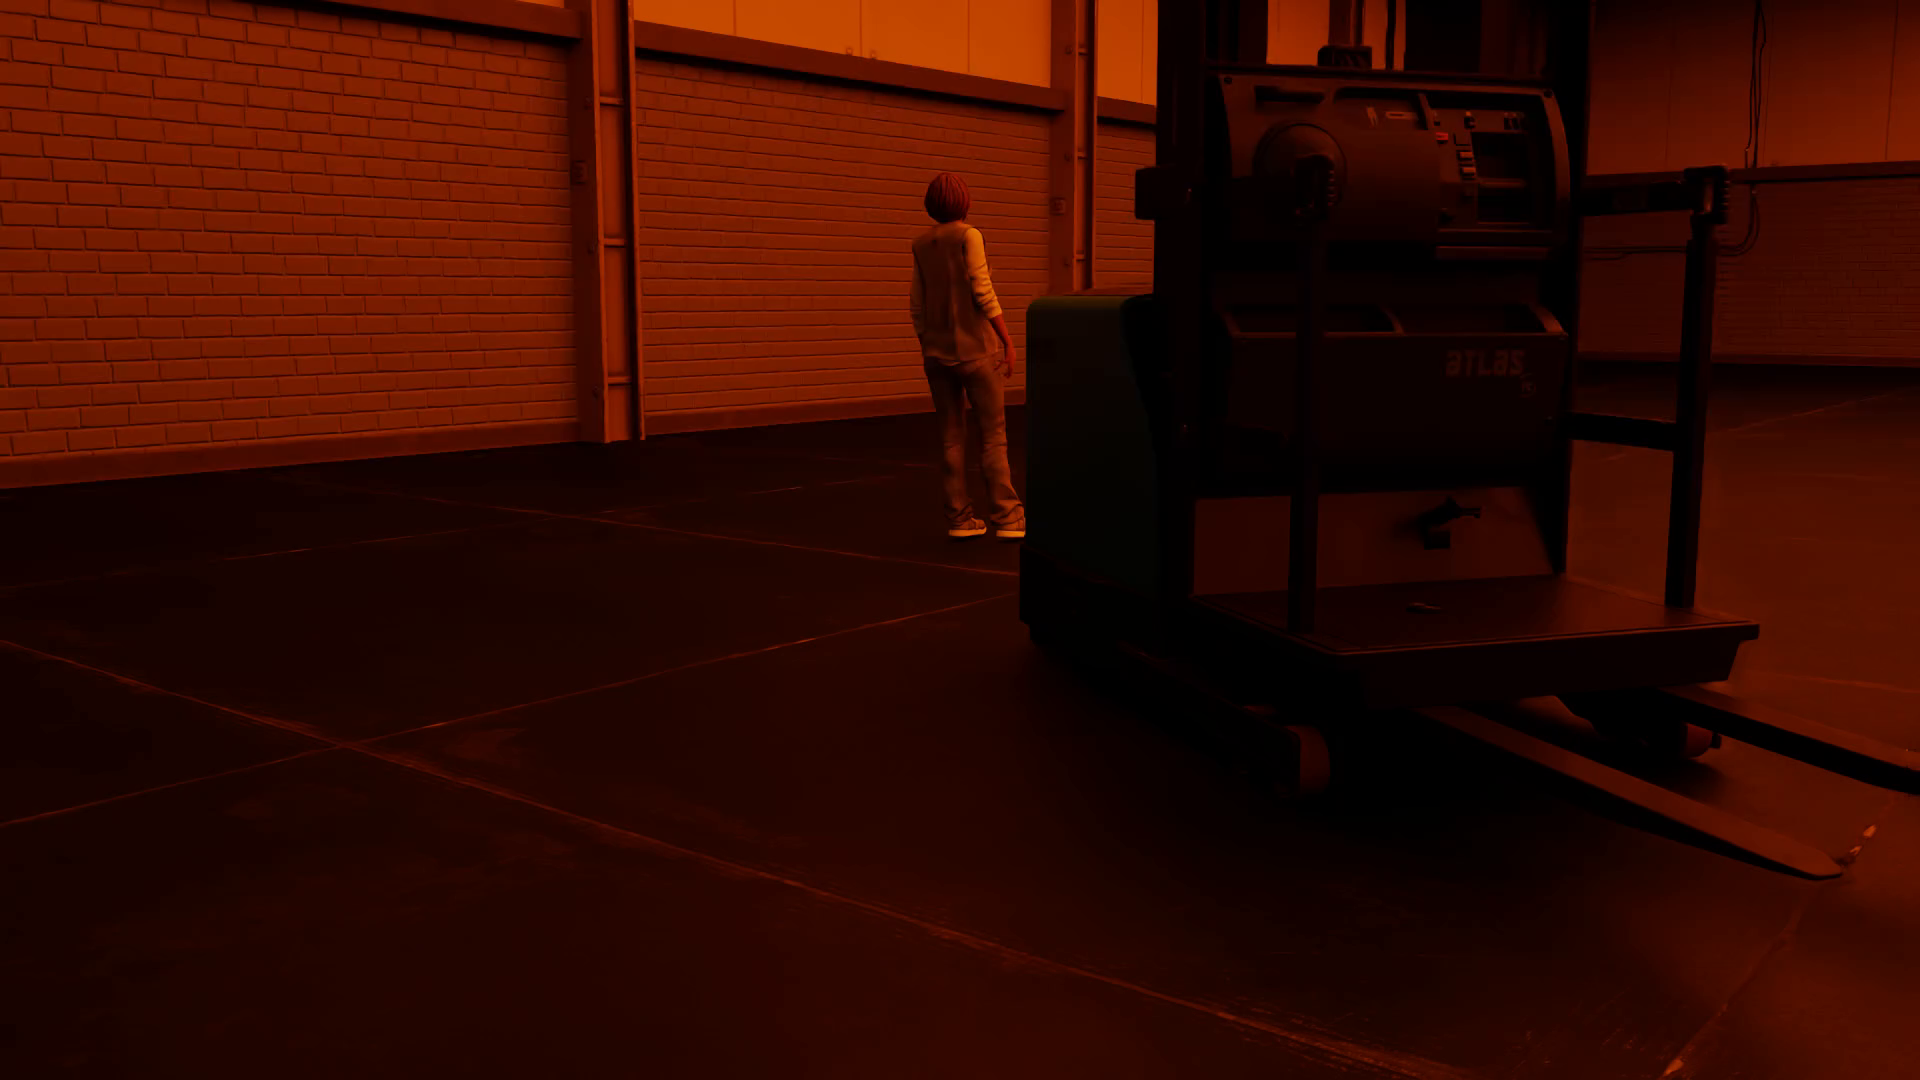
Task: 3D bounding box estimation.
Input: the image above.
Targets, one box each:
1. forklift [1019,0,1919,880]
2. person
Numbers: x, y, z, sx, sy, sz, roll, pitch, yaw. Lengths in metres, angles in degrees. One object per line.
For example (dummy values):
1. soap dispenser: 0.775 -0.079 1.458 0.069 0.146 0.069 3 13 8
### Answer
1. forklift: 1.120 -0.955 3.807 1.130 2.935 3.031 -3 9 -18
2. person: 0.057 -0.797 7.337 0.520 1.582 0.475 7 11 38
